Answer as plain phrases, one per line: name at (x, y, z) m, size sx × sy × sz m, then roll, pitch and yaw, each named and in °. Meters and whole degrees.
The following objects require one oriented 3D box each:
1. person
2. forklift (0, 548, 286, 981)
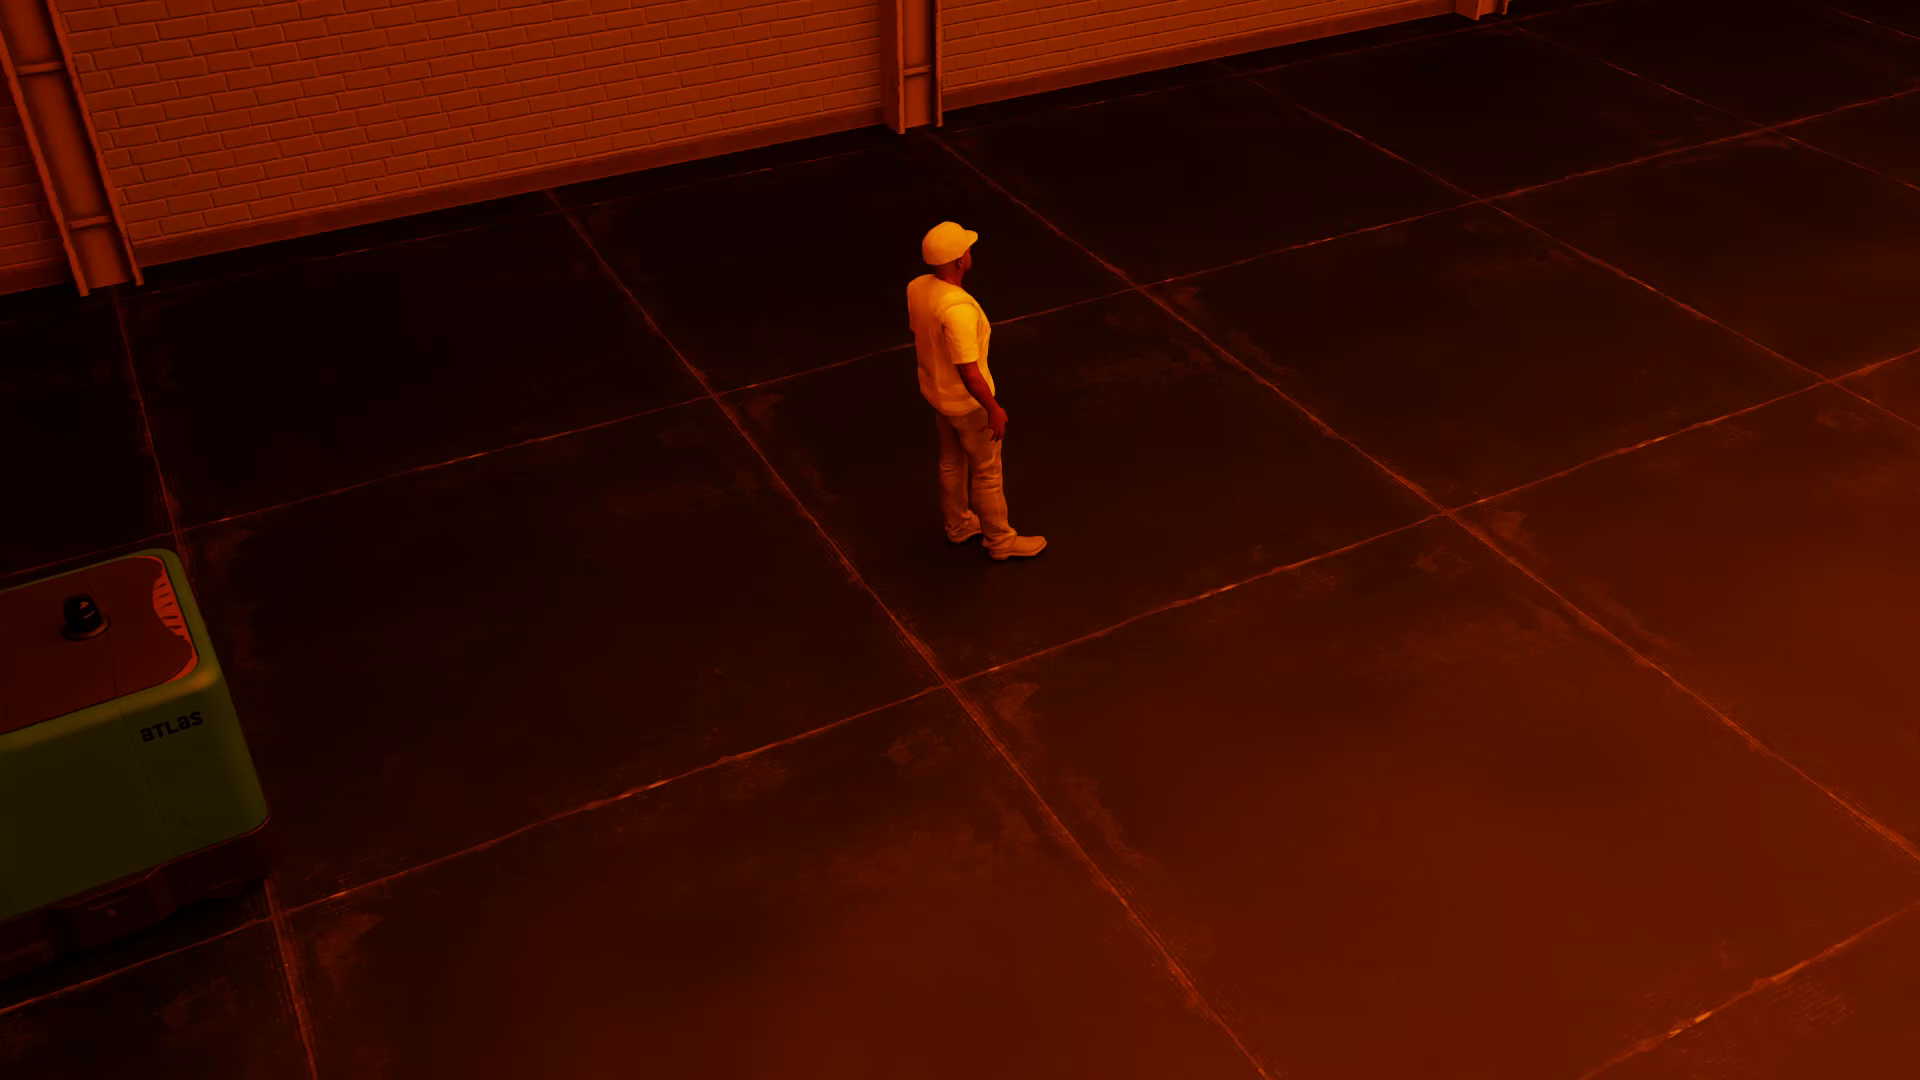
person at (0.064, -0.743, 8.170) m, size 0.577 × 1.765 × 0.665 m, roll -17°, pitch 39°, yaw -23°
forklift at (-4.254, 0.369, 5.601) m, size 3.031 × 2.935 × 1.130 m, roll -19°, pitch 40°, yaw -25°
